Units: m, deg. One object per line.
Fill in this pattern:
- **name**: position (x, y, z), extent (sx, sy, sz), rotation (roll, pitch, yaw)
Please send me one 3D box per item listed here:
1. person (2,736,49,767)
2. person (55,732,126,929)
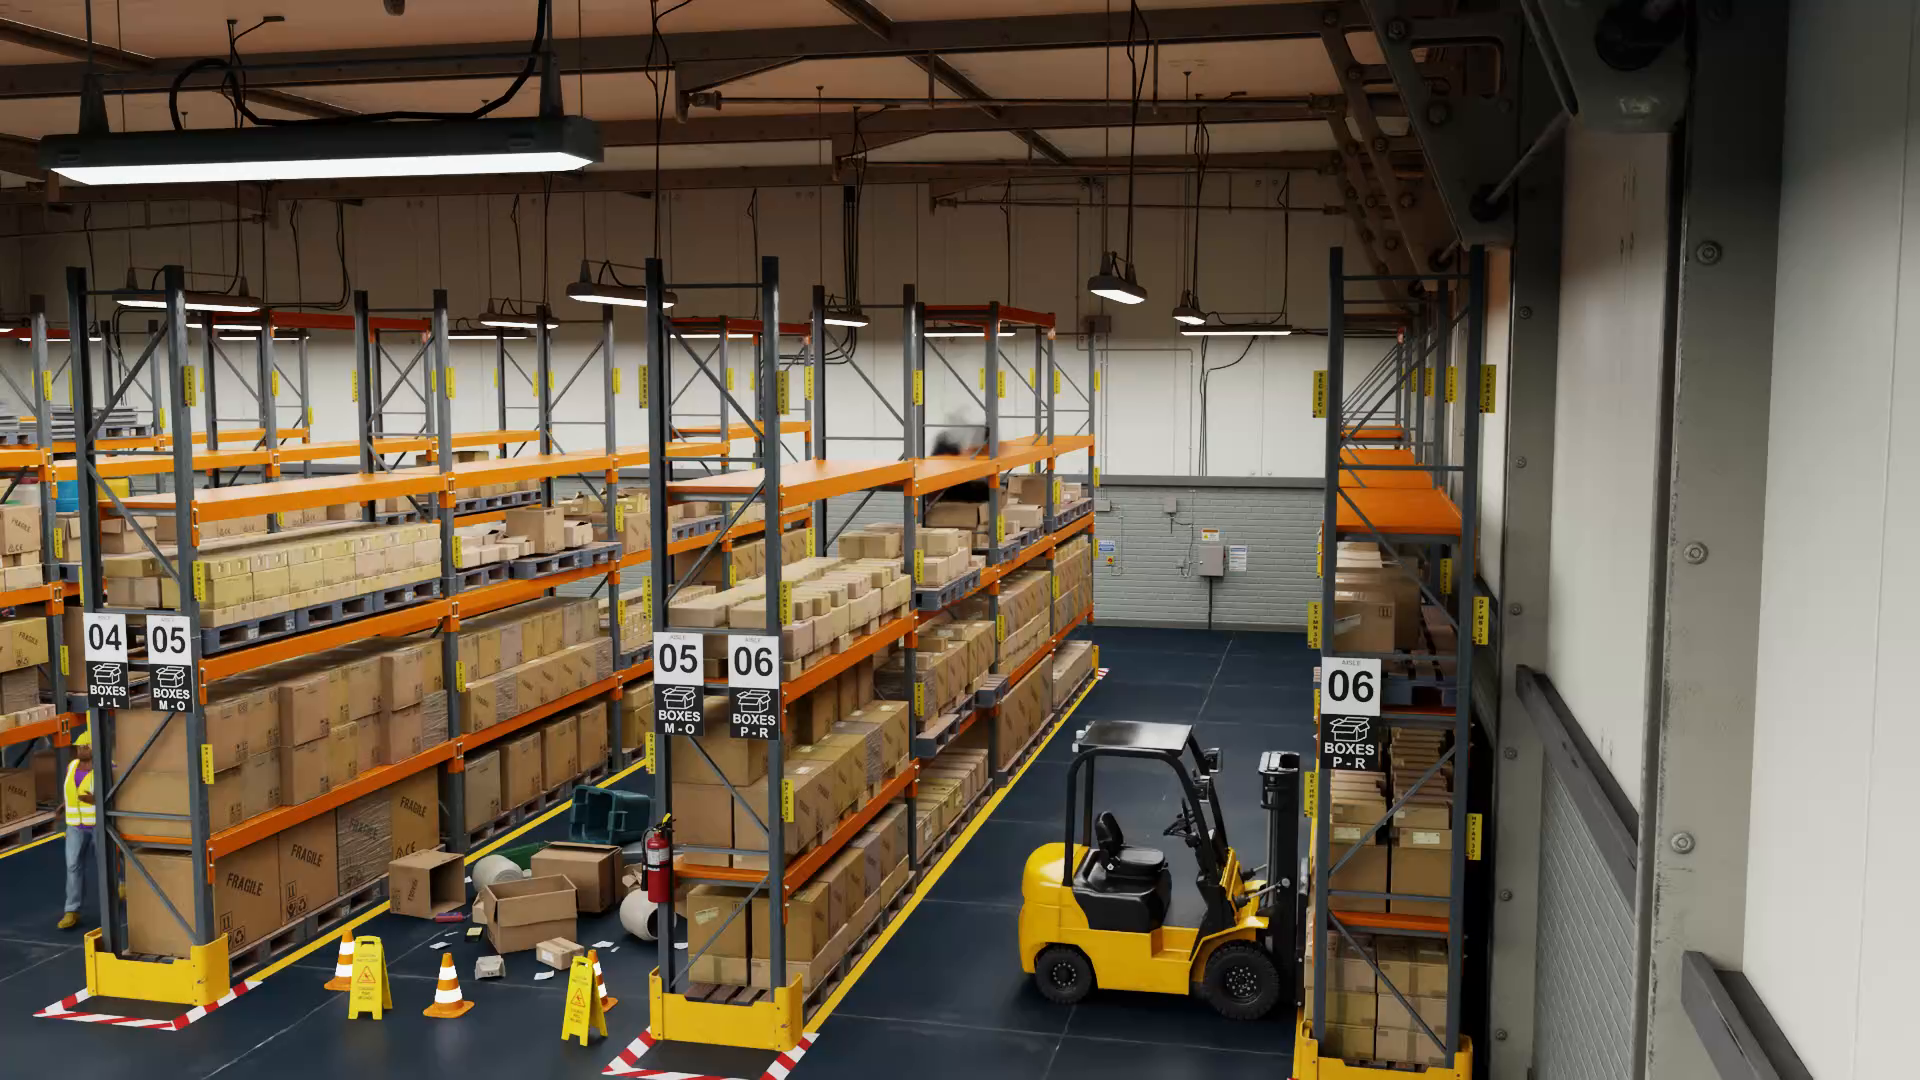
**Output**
- **person**: position (-12.179, 2.090, 21.408), extent (0.703, 1.761, 1.065), rotation (0, 6, 2)
- **person**: position (-8.208, 2.674, 15.704), extent (0.701, 1.750, 0.990), rotation (0, 6, 1)
